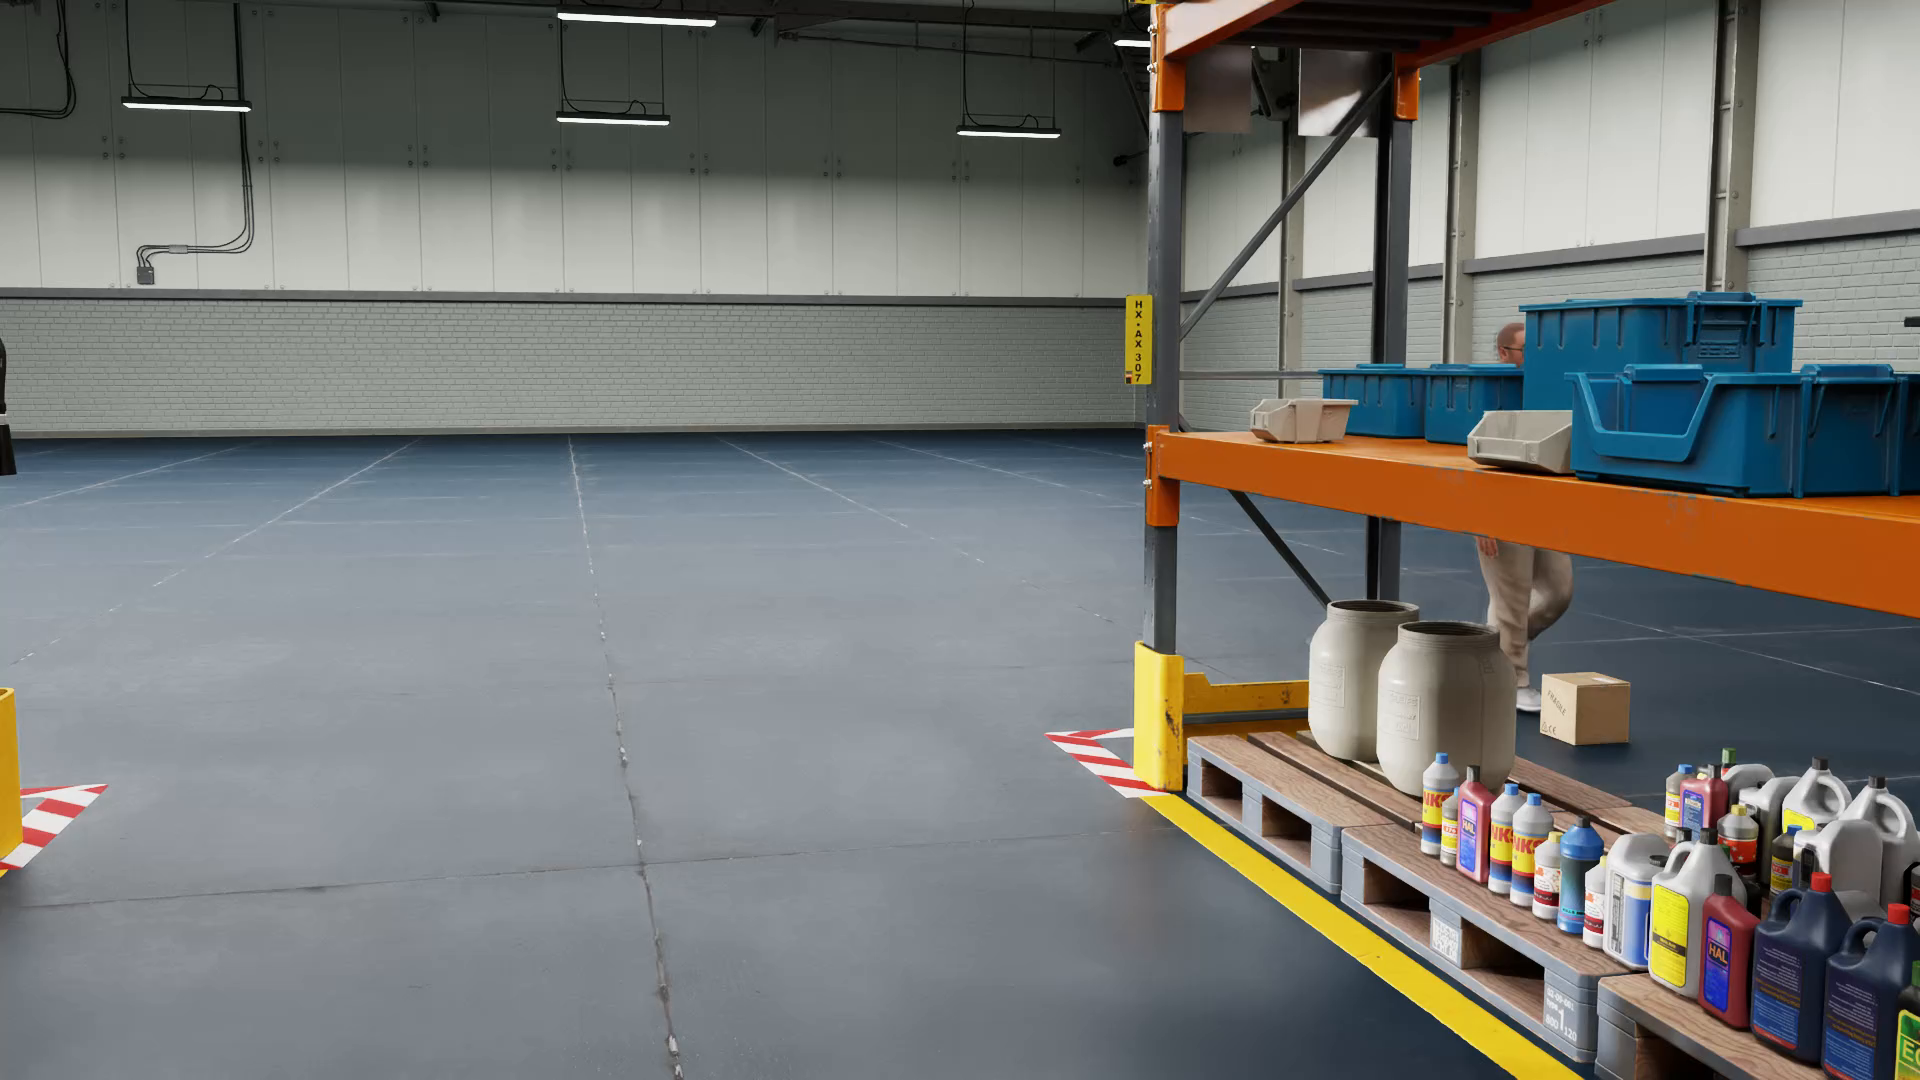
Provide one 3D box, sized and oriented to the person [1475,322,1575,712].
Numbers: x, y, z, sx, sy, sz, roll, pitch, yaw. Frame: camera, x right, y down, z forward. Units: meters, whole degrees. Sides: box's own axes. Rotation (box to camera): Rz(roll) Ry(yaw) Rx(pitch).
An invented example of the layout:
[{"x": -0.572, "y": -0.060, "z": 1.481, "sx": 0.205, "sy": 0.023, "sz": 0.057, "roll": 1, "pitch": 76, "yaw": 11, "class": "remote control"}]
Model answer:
[{"x": 2.500, "y": -0.100, "z": 7.442, "sx": 0.554, "sy": 1.738, "sz": 0.543, "roll": -5, "pitch": 8, "yaw": -39, "class": "person"}]
